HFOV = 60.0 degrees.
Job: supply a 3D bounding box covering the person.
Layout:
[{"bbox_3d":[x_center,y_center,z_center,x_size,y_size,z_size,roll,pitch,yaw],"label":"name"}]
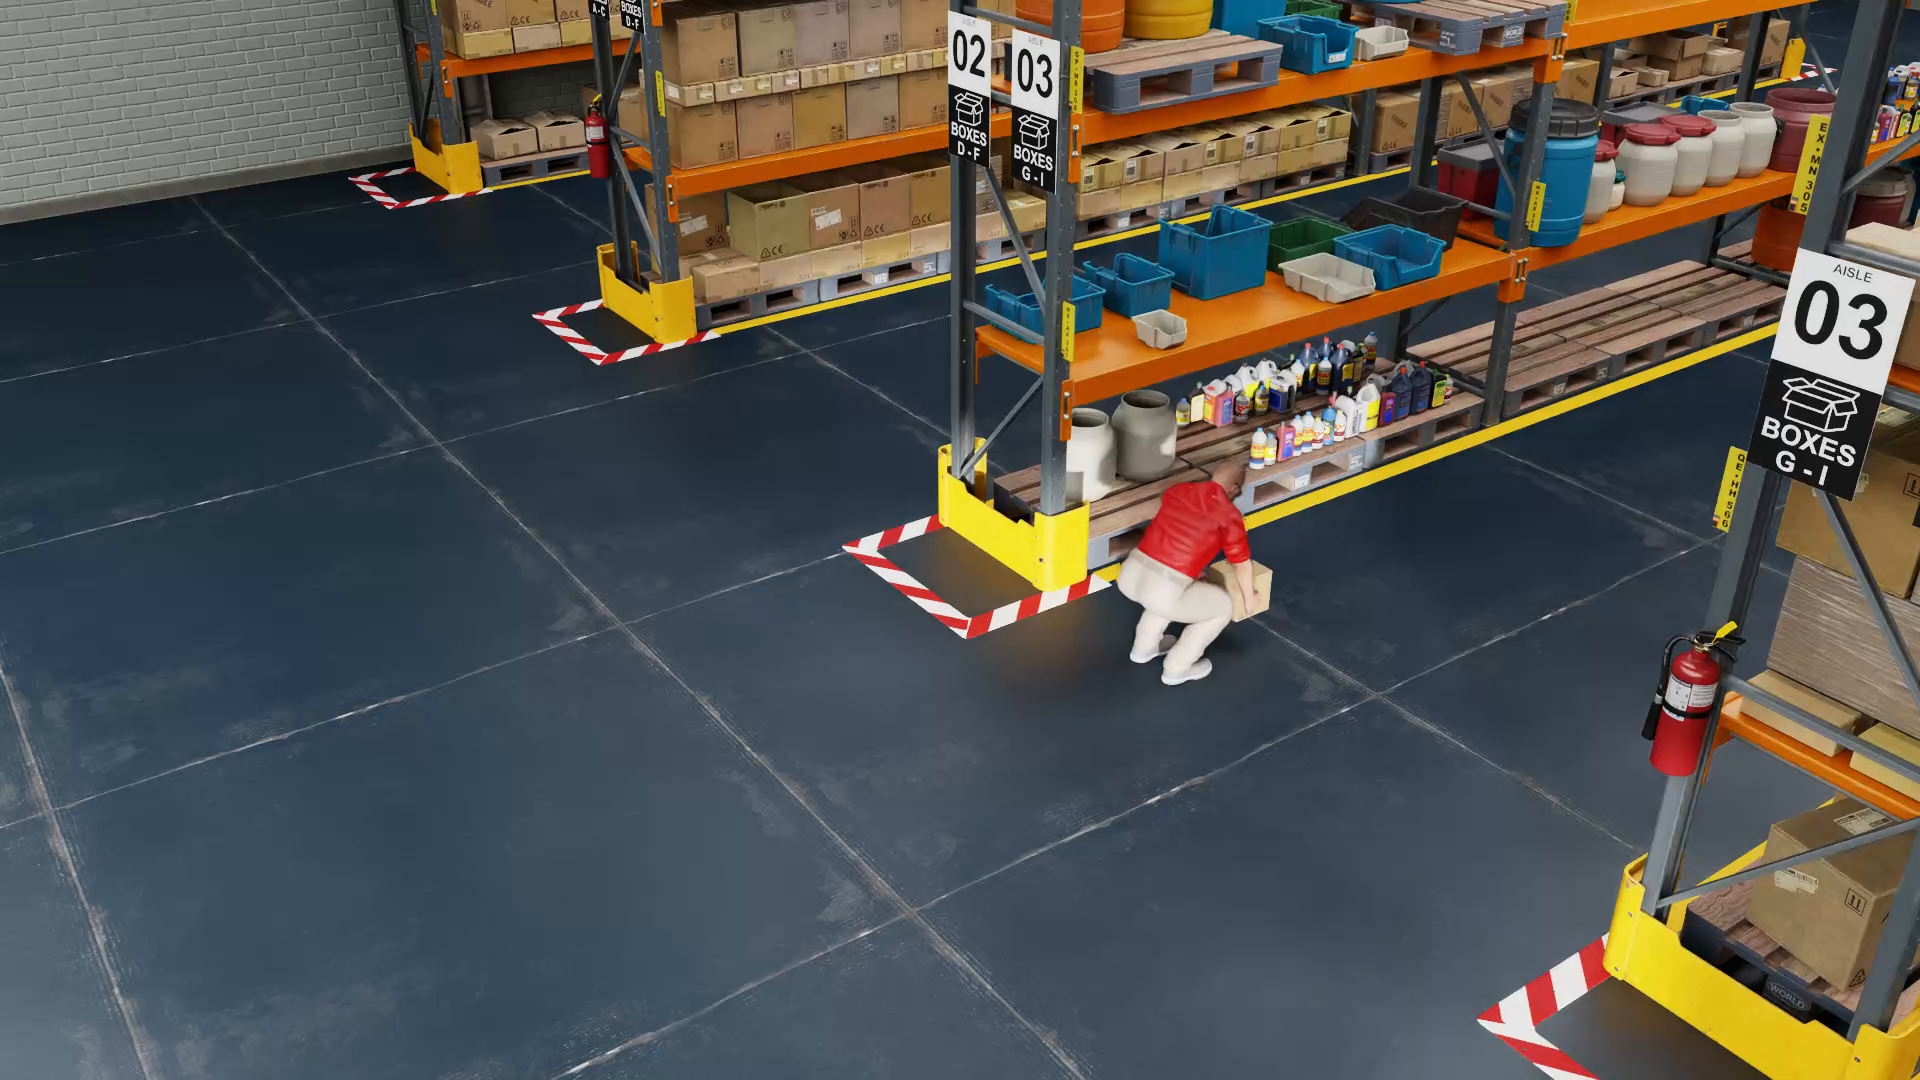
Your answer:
[{"bbox_3d":[1.264,0.181,9.045,0.718,1.031,0.572,-19,34,-31],"label":"person"}]
